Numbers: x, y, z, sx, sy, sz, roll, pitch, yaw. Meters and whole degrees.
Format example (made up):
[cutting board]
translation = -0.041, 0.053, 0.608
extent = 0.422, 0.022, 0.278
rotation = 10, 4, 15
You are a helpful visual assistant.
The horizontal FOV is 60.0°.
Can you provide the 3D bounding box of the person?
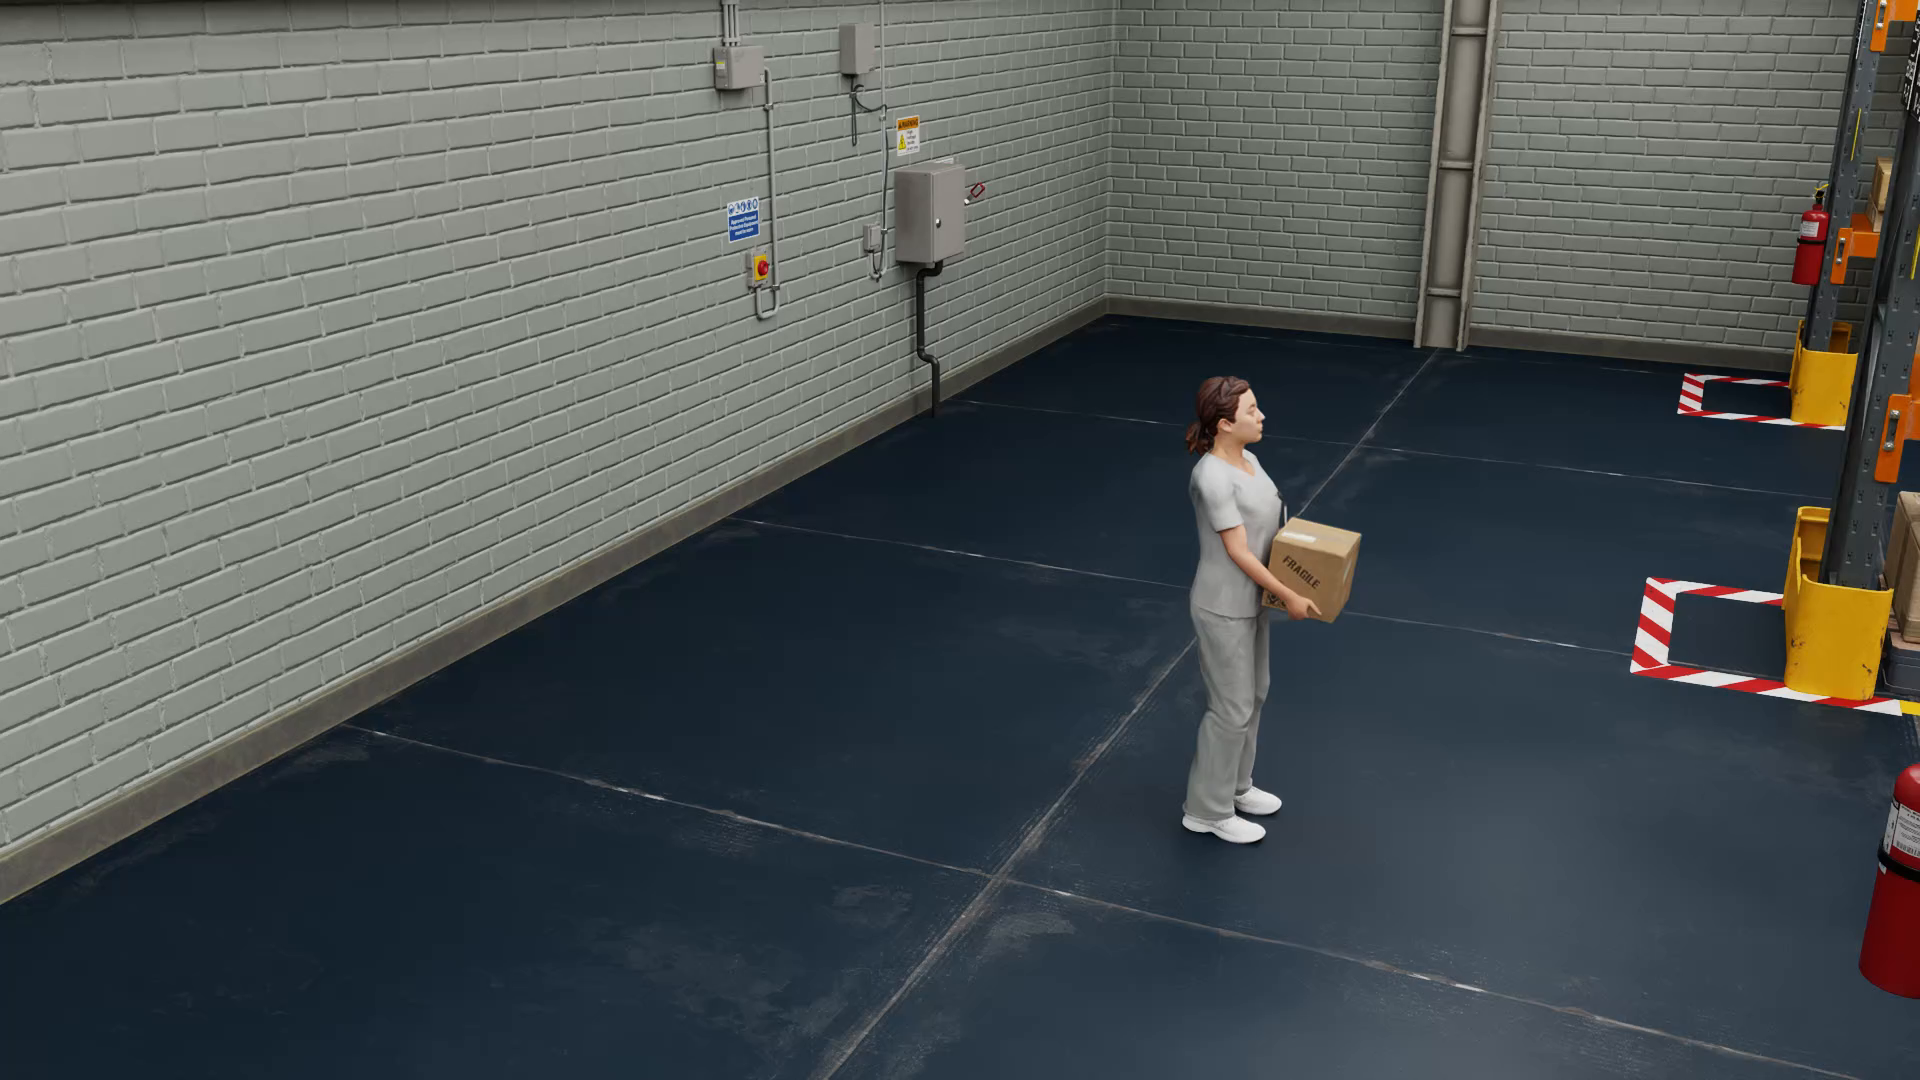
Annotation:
[person]
translation = 1.028, 0.248, 5.871
extent = 0.554, 1.662, 0.437
rotation = 9, 21, 23
